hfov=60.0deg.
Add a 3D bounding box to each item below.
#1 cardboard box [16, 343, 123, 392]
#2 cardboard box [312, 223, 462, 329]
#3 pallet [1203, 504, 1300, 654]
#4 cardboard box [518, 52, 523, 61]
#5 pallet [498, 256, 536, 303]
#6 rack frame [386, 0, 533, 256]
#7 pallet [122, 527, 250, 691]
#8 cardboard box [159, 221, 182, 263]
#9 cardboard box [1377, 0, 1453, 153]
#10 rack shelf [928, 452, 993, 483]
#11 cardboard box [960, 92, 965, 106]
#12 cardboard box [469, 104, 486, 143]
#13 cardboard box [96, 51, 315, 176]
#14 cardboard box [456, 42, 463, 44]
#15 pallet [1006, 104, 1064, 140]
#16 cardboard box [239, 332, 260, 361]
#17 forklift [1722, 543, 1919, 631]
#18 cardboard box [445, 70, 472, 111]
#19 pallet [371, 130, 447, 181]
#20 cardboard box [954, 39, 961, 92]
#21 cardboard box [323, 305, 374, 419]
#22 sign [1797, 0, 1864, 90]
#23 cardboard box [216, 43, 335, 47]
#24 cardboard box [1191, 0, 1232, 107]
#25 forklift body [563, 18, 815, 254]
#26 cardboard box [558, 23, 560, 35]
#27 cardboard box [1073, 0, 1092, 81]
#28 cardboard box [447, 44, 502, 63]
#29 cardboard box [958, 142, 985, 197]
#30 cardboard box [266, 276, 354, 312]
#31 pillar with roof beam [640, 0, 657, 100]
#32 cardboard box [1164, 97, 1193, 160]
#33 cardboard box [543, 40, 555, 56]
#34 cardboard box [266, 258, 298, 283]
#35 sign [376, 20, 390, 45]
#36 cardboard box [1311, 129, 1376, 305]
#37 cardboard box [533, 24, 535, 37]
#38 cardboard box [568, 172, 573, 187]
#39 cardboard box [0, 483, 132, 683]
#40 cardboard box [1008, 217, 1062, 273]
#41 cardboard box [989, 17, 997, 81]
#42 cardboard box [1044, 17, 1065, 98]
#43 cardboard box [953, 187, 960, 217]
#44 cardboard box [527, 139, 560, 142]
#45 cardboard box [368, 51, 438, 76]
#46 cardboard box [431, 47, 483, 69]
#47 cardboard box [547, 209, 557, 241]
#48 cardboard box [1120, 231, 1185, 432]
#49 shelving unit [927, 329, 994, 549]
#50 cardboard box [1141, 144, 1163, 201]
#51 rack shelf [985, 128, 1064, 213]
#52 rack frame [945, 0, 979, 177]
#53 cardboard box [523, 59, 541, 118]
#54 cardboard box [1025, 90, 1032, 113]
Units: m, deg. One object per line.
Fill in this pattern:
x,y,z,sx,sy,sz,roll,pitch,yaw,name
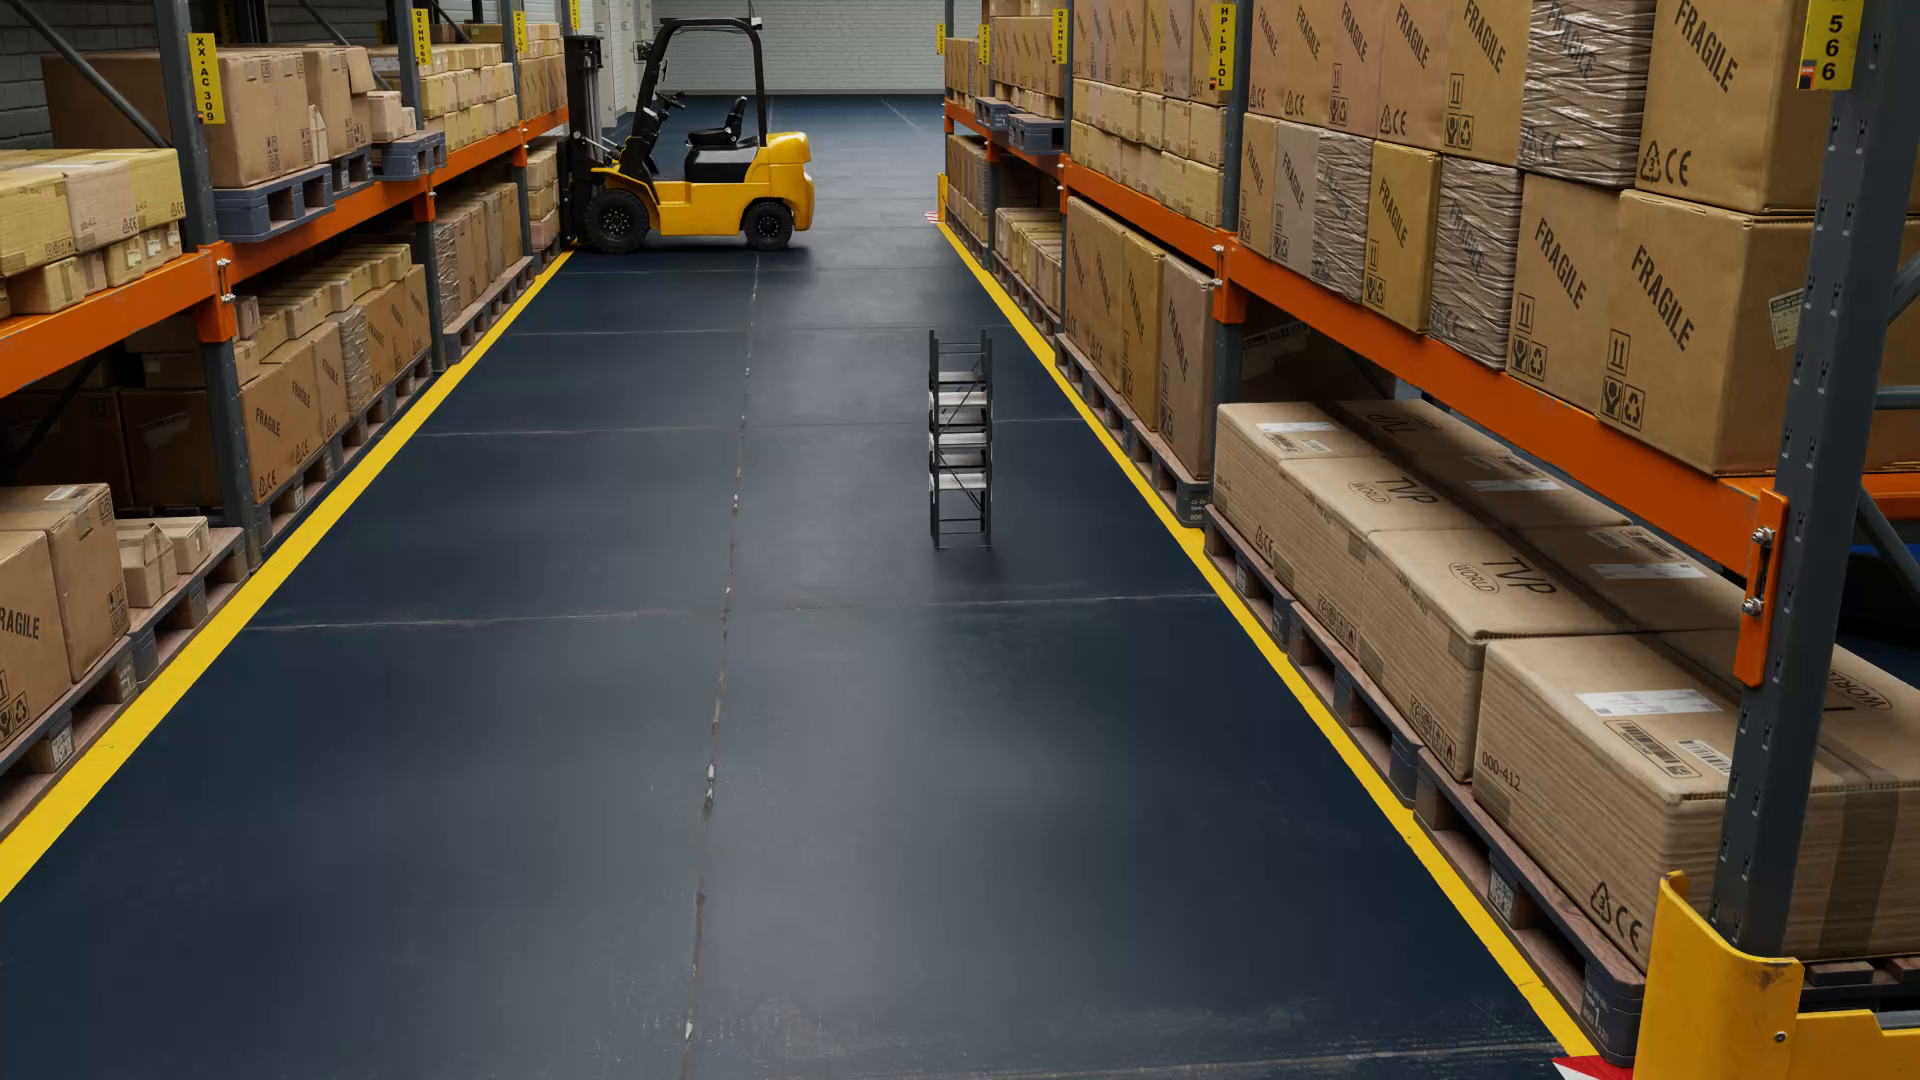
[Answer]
-3.685,-0.711,6.822,0.380,0.149,0.250,-2,18,-8,cardboard box
-3.823,-1.738,10.968,0.875,0.625,0.625,-1,17,-4,cardboard box
1.577,0.112,6.467,1.003,0.211,1.213,-2,18,-6,pallet
-3.985,-4.213,14.340,0.380,0.149,0.250,-1,17,-4,cardboard box
-4.071,-2.127,13.601,1.003,0.211,1.213,-2,18,-6,pallet
-4.185,-3.676,13.878,1.000,3.000,0.127,-2,18,-6,rack frame
-3.290,0.243,6.052,1.003,0.211,1.213,-2,18,-6,pallet
-3.076,-1.085,6.046,0.380,0.149,0.250,-2,17,-5,cardboard box
1.522,-1.368,4.692,0.500,0.500,0.500,-2,18,-6,cardboard box
0.001,-0.309,7.072,0.258,0.077,0.200,-2,18,-6,rack shelf
0.195,-4.485,16.876,0.380,0.149,0.250,-1,17,-4,cardboard box
-3.734,-3.010,12.008,0.500,0.250,0.500,-1,17,-4,cardboard box
-3.241,-1.846,7.181,0.700,0.500,0.500,-2,17,-5,cardboard box
-4.553,-4.274,14.532,0.380,0.149,0.250,-1,17,-4,cardboard box
0.919,-3.136,12.478,1.003,0.211,1.213,-2,18,-6,pallet
-3.238,-0.805,7.123,0.380,0.149,0.250,-2,18,-7,cardboard box
4.210,-1.396,6.729,1.130,2.935,3.031,13,22,36,forklift
-3.662,-3.097,11.449,0.500,0.250,0.500,-2,18,-7,cardboard box
-3.633,-2.193,9.475,1.213,0.211,1.003,-2,18,-6,pallet
0.222,-4.756,16.655,0.500,0.500,0.500,-2,18,-7,cardboard box
-3.345,-0.913,8.550,0.500,0.500,0.500,-2,18,-8,cardboard box
1.448,-0.908,2.733,0.100,0.325,0.005,-2,18,-6,sign
-3.875,-2.574,9.501,0.500,0.500,0.500,-1,17,-3,cardboard box
1.281,-2.097,7.013,0.500,0.500,0.500,-1,17,-4,cardboard box
-2.588,-3.954,16.181,2.313,2.155,1.214,-2,18,-6,forklift body
-4.295,-5.194,16.967,0.380,0.149,0.250,-2,18,-6,cardboard box
0.972,-3.009,9.917,0.500,0.500,0.500,-2,18,-7,cardboard box
-3.929,-3.938,13.464,0.380,0.149,0.250,-1,17,-4,cardboard box
0.252,-3.707,16.615,0.500,0.500,0.500,-1,17,-5,cardboard box
-3.361,-1.266,8.592,0.380,0.149,0.250,-3,18,-8,cardboard box
-4.235,-16.566,44.920,9.100,9.000,0.400,-2,18,-6,pillar with roof beam
1.230,-1.886,7.594,0.500,0.250,0.500,-1,17,-4,cardboard box
-4.127,-4.749,16.046,0.380,0.149,0.250,-2,18,-5,cardboard box
-3.923,-1.485,9.288,0.380,0.149,0.250,-2,17,-5,cardboard box
-4.737,-4.109,13.681,0.100,0.325,0.005,-2,18,-6,sign
1.457,-1.048,5.342,0.500,0.500,0.500,-2,18,-5,cardboard box
-4.053,-4.586,15.032,0.380,0.149,0.250,-2,18,-7,cardboard box
-4.122,-3.556,16.552,0.500,0.250,0.500,-2,18,-7,cardboard box
-3.073,0.141,5.192,0.700,0.500,0.500,-2,18,-8,cardboard box
0.886,-2.407,13.522,0.950,0.372,0.625,-1,17,-2,cardboard box
0.515,-4.072,13.775,0.500,0.500,0.500,-1,17,-4,cardboard box
0.841,-3.156,10.856,0.500,0.500,0.500,-2,18,-7,cardboard box
0.192,-3.510,17.237,0.500,0.250,0.500,-1,17,-4,cardboard box
-4.182,-3.954,16.983,0.500,0.250,0.500,-1,17,-5,cardboard box
-3.541,-3.025,10.555,0.380,0.149,0.250,-1,17,-4,cardboard box
-3.664,-3.482,12.010,0.380,0.149,0.250,-2,18,-7,cardboard box
-3.974,-2.870,15.199,0.500,0.250,0.500,-2,18,-7,cardboard box
1.332,-1.085,8.471,0.875,0.875,0.875,-1,17,-4,cardboard box
0.001,-0.427,7.035,0.258,0.900,0.210,-2,18,-6,shelving unit
1.195,-1.804,8.166,0.500,0.250,0.500,-2,18,-7,cardboard box
0.958,-2.891,12.580,1.077,0.370,4.000,-2,18,-6,rack shelf
0.339,-5.022,18.166,1.000,3.000,0.127,-2,18,-6,rack frame
-4.042,-4.019,14.803,0.500,0.500,0.500,-1,17,-5,cardboard box
0.666,-3.118,11.819,0.380,0.149,0.250,-1,17,-5,cardboard box
